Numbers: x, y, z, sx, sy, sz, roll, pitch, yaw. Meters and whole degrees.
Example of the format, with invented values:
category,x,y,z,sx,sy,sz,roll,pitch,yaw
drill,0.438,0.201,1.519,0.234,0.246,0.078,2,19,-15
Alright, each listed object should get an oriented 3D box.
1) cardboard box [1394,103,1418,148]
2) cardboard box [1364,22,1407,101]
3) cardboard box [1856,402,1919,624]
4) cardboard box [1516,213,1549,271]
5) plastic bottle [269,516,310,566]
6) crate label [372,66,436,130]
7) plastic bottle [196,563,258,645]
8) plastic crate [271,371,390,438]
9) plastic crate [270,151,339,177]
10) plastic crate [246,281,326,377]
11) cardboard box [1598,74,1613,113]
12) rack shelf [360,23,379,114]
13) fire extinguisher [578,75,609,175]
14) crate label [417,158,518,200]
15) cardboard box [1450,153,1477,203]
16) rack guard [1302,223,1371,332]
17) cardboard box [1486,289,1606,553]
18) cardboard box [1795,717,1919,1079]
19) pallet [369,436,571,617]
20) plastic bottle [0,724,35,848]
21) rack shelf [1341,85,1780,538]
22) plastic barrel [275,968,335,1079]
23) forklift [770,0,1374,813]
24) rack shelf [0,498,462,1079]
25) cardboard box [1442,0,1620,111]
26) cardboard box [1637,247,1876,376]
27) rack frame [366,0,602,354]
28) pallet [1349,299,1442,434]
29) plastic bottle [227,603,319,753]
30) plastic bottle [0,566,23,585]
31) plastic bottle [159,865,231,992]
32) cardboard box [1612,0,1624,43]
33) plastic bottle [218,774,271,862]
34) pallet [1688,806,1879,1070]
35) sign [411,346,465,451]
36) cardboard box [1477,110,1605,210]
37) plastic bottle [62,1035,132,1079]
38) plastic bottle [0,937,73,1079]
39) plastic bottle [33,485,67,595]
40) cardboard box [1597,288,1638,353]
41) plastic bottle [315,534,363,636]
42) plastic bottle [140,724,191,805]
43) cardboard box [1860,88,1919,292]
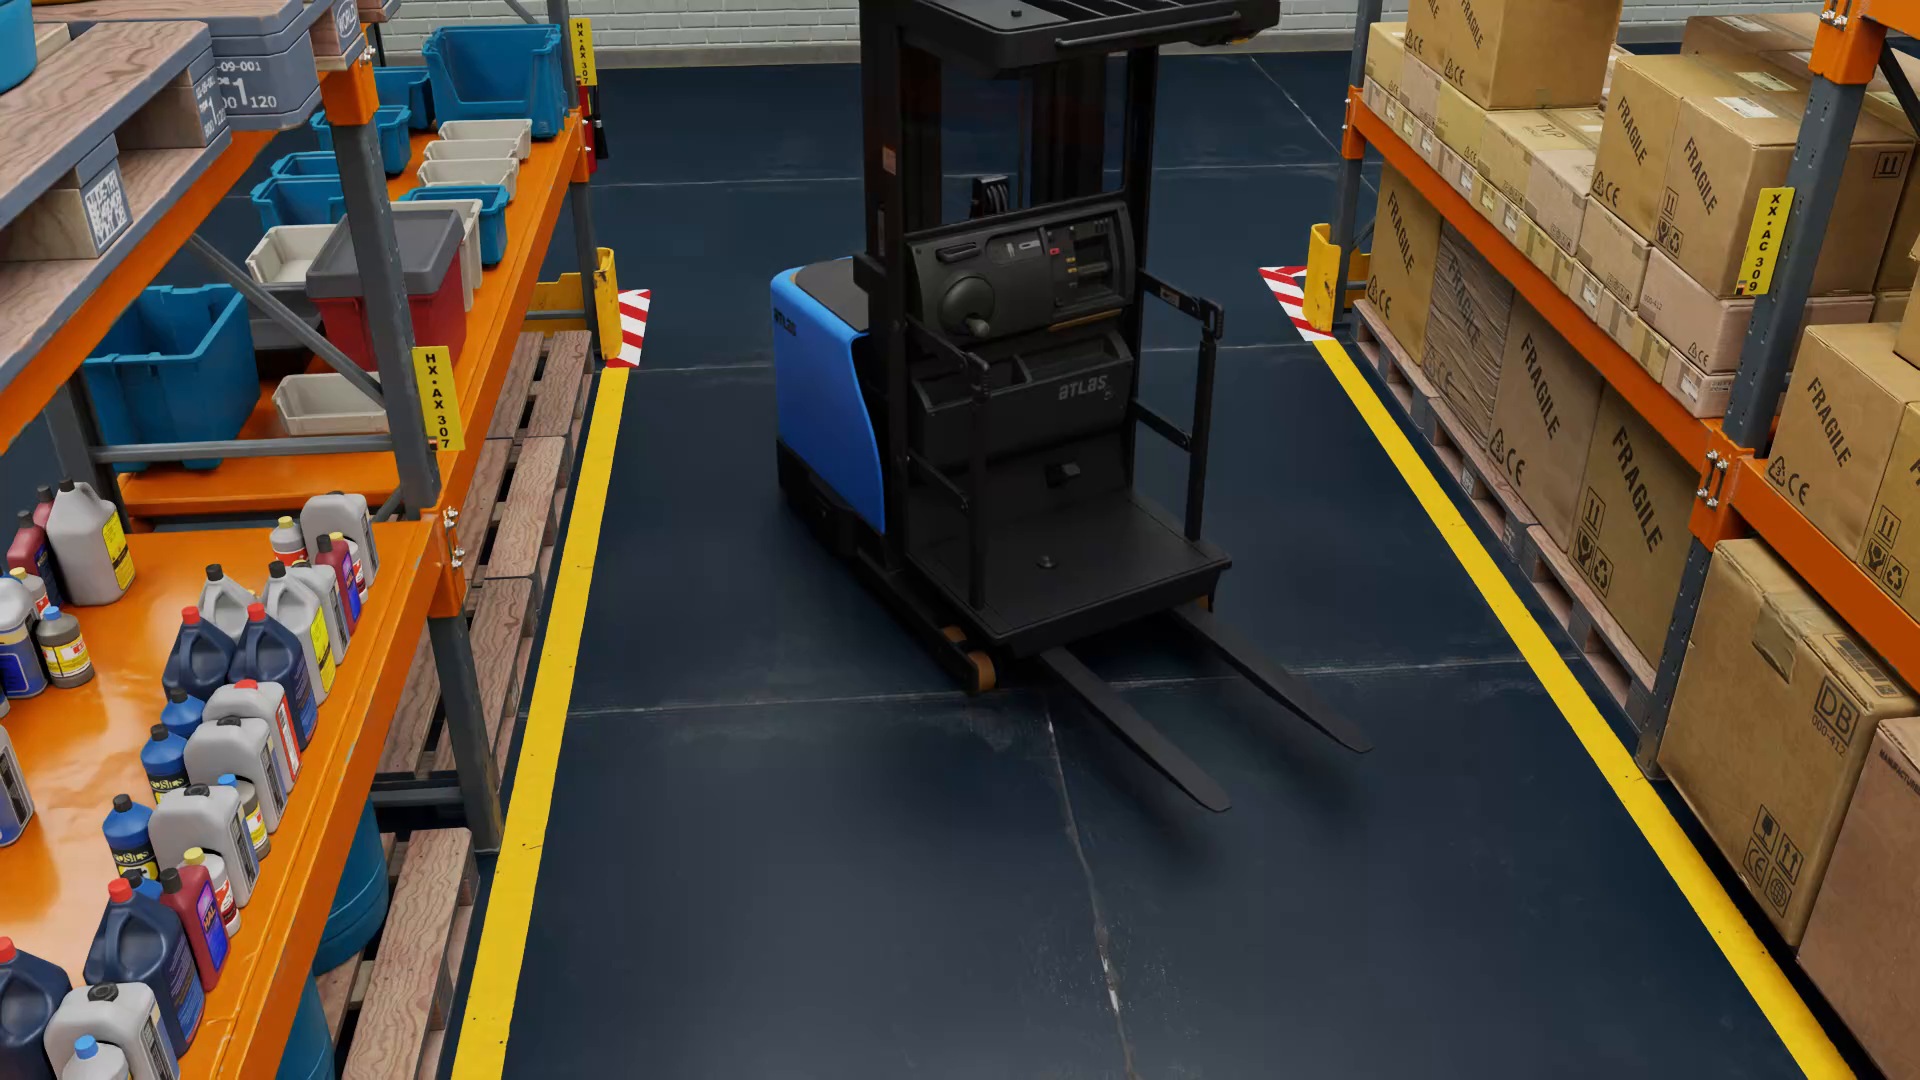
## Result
category,x,y,z,sx,sy,sz,roll,pitch,yaw
cardboard box,2.284,-1.968,7.864,0.380,0.149,0.250,-3,31,-6
cardboard box,2.306,-2.340,8.098,0.500,0.250,0.500,-4,31,-6
cardboard box,2.745,-0.032,4.280,0.500,0.500,0.500,-3,31,-5
cardboard box,2.428,-1.180,6.546,0.380,0.149,0.250,-3,31,-5
plastic bottle,-1.792,0.032,4.466,0.097,0.201,0.097,0,31,0
crate label,-2.706,-2.109,7.961,0.416,0.233,0.303,-3,31,-5
plastic bottle,-1.760,0.227,3.993,0.144,0.351,0.185,-3,31,-5
plastic crate,-1.929,-0.412,5.213,0.396,0.136,0.243,-3,31,-5
plastic crate,-2.583,-1.437,6.835,0.416,0.233,0.300,-3,31,-5
plastic crate,-2.400,-0.721,5.742,0.437,0.125,0.590,-3,31,-5
cardboard box,2.934,-1.844,7.268,0.500,0.250,0.500,-4,31,-6
rack shelf,-2.215,-2.255,5.876,1.077,0.370,4.000,-3,31,-5
fire extinguisher,-1.963,-2.203,8.451,0.296,0.674,0.183,-3,31,-5
crate label,-2.082,-1.512,7.055,0.396,0.136,0.243,-3,31,-5
cardboard box,2.357,-1.573,7.203,0.380,0.149,0.250,-3,31,-5
rack guard,2.527,-1.473,9.229,1.175,0.500,0.348,-3,31,-5
cardboard box,2.837,-0.561,6.926,0.875,0.875,0.875,-3,31,-5
cardboard box,3.067,1.022,4.277,1.225,0.875,0.875,-4,31,-6
pallet,-2.252,-0.056,7.137,1.003,0.211,1.213,-3,31,-5
plastic bottle,-2.126,0.518,3.578,0.152,0.276,0.135,-3,31,-5
rack shelf,2.717,-1.204,7.043,1.077,0.370,4.000,-3,31,-5
plastic barrel,-1.928,1.106,4.110,0.600,0.901,0.708,-3,31,-5
forklift,0.354,-0.947,5.978,1.130,2.935,3.031,-17,35,-26
rack shelf,-1.841,1.075,3.226,1.077,0.370,4.000,-3,31,-5
cardboard box,2.407,-2.142,7.036,0.500,0.500,0.500,-4,31,-6
cardboard box,2.601,-0.768,5.467,0.500,0.250,0.500,-3,31,-6
rack frame,-2.402,-2.297,8.170,1.000,3.000,0.127,-3,31,-5
pallet,2.682,-0.933,8.606,1.003,0.211,1.213,-3,31,-5
plastic bottle,-1.599,0.314,3.847,0.144,0.351,0.185,-3,31,-5
plastic bottle,-2.368,0.184,4.142,0.097,0.271,0.097,0,31,0
plastic bottle,-1.487,0.728,3.220,0.061,0.283,0.133,-3,31,-5
cardboard box,2.837,-2.683,7.942,0.500,0.500,0.500,-2,31,-4
plastic bottle,-1.537,0.587,3.536,0.097,0.201,0.097,0,31,0
pallet,3.051,1.095,5.210,1.003,0.211,1.213,-3,31,-5
sign,-1.480,-0.399,4.723,0.100,0.325,0.005,-3,31,-5
cardboard box,2.458,-1.552,6.779,0.500,0.250,0.500,-3,31,-6
plastic bottle,-1.464,0.956,2.850,0.097,0.271,0.097,0,31,0
plastic bottle,-1.652,0.858,2.936,0.144,0.351,0.185,-3,31,-5
plastic bottle,-2.418,0.003,4.434,0.061,0.283,0.133,-3,31,-5
cardboard box,2.501,-0.787,5.887,0.380,0.149,0.250,-3,31,-5
plastic bottle,-1.602,0.097,4.276,0.061,0.283,0.133,-3,31,-5
plastic bottle,-1.698,0.514,3.589,0.097,0.271,0.097,0,31,0
cardboard box,3.113,-1.134,5.349,0.500,0.500,0.500,-3,31,-5
